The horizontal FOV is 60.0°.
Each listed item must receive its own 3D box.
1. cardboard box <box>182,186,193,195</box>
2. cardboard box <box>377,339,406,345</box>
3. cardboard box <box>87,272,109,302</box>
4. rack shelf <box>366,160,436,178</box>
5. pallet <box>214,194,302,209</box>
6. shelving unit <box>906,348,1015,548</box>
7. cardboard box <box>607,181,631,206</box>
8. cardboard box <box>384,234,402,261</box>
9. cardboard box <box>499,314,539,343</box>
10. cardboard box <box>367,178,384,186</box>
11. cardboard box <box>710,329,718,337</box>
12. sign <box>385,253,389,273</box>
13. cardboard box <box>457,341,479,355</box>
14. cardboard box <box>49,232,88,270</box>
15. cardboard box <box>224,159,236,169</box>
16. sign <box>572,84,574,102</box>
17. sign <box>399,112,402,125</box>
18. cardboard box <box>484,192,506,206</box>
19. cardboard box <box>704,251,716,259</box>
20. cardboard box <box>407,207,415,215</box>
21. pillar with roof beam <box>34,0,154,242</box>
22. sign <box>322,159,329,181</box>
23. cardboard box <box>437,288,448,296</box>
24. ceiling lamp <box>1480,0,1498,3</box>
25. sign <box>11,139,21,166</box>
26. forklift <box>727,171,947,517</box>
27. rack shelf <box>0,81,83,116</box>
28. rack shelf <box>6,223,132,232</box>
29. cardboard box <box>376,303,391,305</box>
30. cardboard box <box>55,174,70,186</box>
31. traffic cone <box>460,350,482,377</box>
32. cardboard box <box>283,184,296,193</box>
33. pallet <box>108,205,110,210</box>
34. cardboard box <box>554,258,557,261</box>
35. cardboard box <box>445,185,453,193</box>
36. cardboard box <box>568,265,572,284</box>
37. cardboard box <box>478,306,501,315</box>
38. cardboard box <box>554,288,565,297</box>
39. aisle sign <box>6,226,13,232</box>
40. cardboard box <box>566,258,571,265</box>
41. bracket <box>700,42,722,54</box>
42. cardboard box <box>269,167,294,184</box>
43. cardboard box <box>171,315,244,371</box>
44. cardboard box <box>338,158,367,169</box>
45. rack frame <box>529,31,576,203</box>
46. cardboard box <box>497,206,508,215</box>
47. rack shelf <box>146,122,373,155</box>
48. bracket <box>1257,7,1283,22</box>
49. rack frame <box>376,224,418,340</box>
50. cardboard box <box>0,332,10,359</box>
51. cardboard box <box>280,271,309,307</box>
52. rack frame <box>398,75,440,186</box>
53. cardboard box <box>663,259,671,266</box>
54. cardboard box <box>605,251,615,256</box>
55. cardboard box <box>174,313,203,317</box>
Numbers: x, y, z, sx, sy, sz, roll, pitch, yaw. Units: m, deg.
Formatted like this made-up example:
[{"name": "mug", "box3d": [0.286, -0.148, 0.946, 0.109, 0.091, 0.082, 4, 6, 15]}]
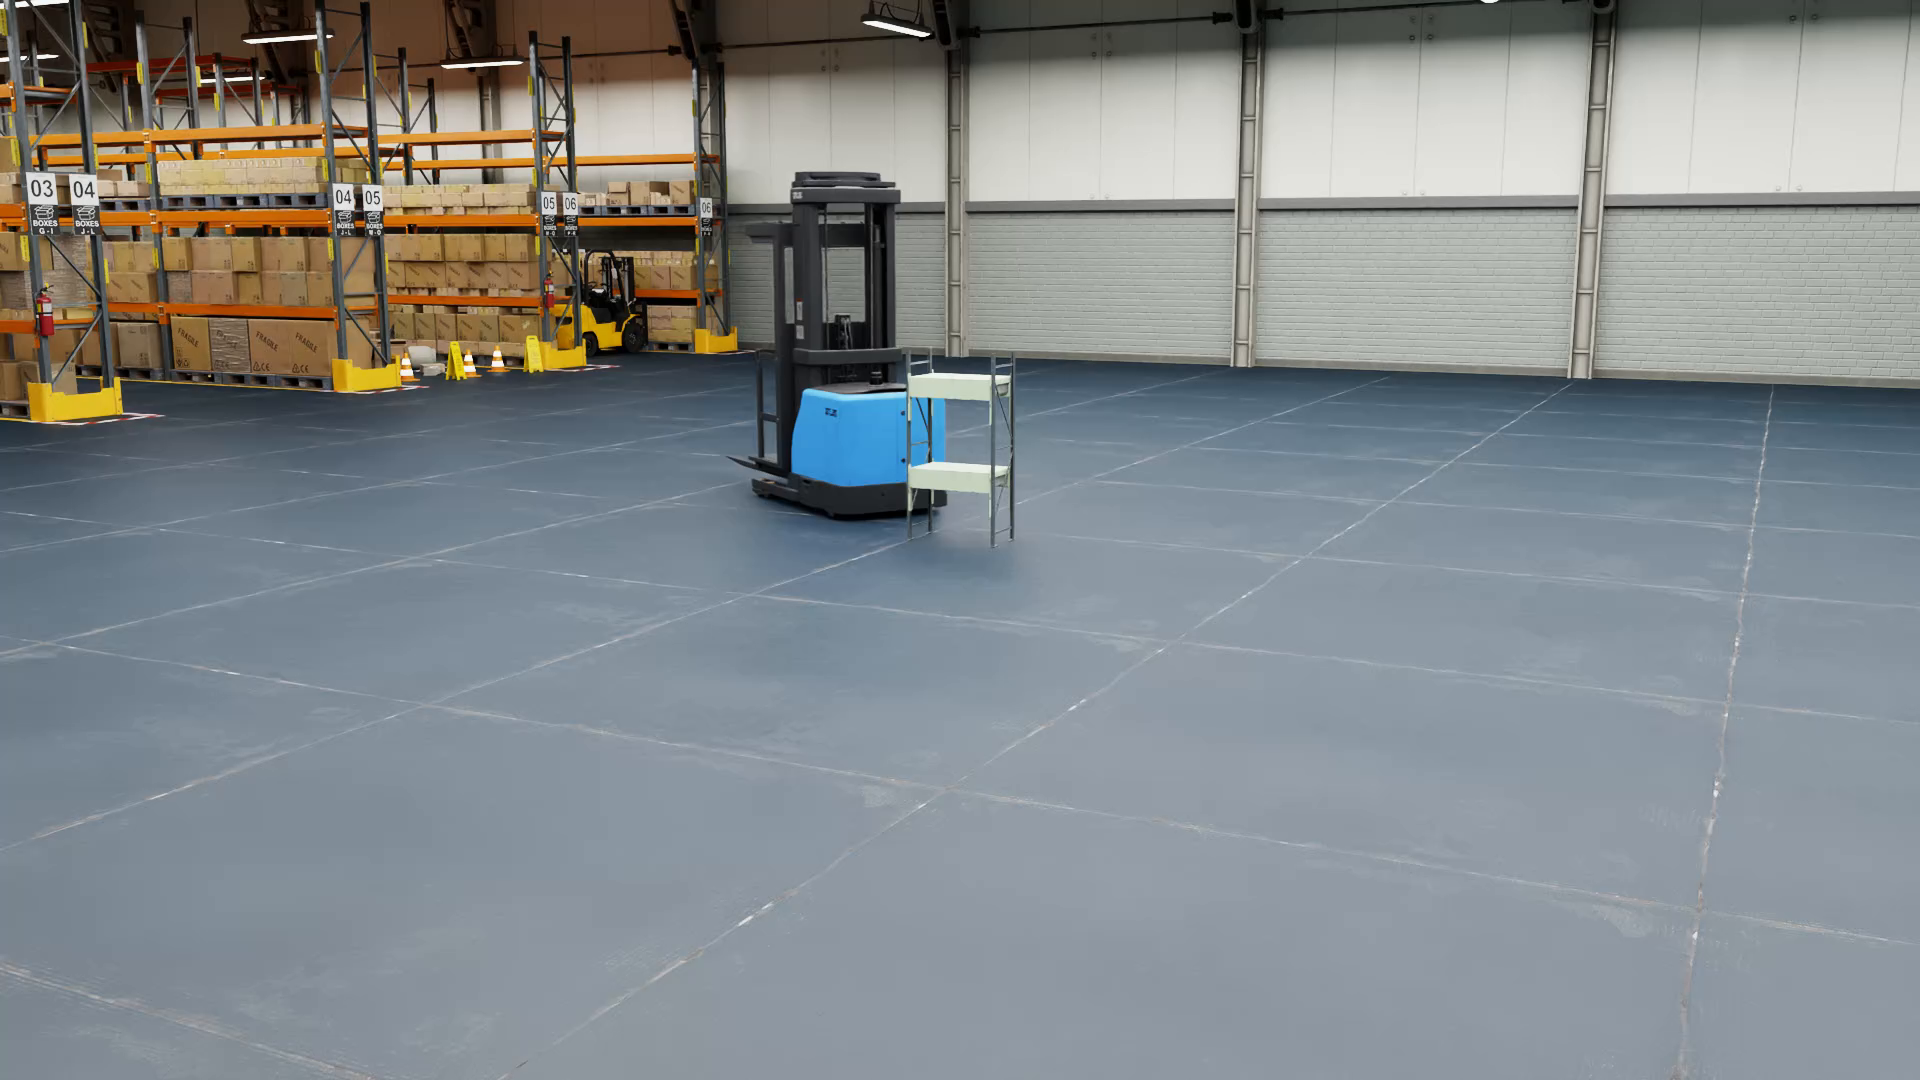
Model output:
[{"name": "cardboard box", "box3d": [-12.457, -5.705, 27.151, 0.250, 0.149, 0.380, 5, 11, 26]}, {"name": "cardboard box", "box3d": [-10.631, -3.487, 31.089, 0.500, 0.500, 0.500, -4, 11, -23]}, {"name": "cardboard box", "box3d": [-14.582, -4.347, 28.544, 0.500, 0.500, 0.500, 5, 11, 26]}, {"name": "rack shelf", "box3d": [-14.177, -8.685, 39.093, 4.000, 0.370, 1.077, 5, 11, 26]}, {"name": "pallet", "box3d": [-11.270, -5.489, 26.964, 1.213, 0.211, 1.003, 5, 11, 26]}, {"name": "shelving unit", "box3d": [0.006, -0.737, 13.094, 0.755, 1.500, 0.431, 5, 11, 26]}, {"name": "cardboard box", "box3d": [-7.096, -7.423, 35.651, 0.637, 0.503, 0.797, 5, 12, 28]}, {"name": "cardboard box", "box3d": [-10.691, -5.636, 32.026, 0.500, 0.500, 0.700, 5, 11, 25]}, {"name": "cardboard box", "box3d": [-8.236, -3.947, 31.051, 0.500, 0.500, 0.500, 5, 11, 26]}, {"name": "cardboard box", "box3d": [-11.566, -6.898, 32.338, 0.500, 0.250, 0.500, 5, 12, 27]}, {"name": "cardboard box", "box3d": [-5.563, -4.419, 35.768, 0.500, 0.250, 0.500, 5, 11, 26]}, {"name": "sign", "box3d": [-9.251, -4.457, 26.783, 0.005, 0.325, 0.100, 5, 11, 26]}, {"name": "cardboard box", "box3d": [-9.179, -3.660, 31.569, 0.500, 0.250, 0.500, 5, 11, 24]}, {"name": "cardboard box", "box3d": [-12.160, -3.894, 22.402, 0.500, 0.500, 0.500, 5, 11, 26]}, {"name": "cardboard box", "box3d": [-11.549, -6.017, 26.639, 0.250, 0.149, 0.380, 5, 11, 26]}, {"name": "sign", "box3d": [-7.162, -8.240, 30.646, 0.005, 0.325, 0.100, 5, 11, 26]}, {"name": "sign", "box3d": [-12.615, -9.489, 37.549, 0.005, 0.325, 0.100, 5, 11, 26]}, {"name": "cardboard box", "box3d": [-8.425, -6.291, 30.729, 0.500, 0.250, 0.500, 5, 11, 25]}, {"name": "cardboard box", "box3d": [-5.416, -6.071, 35.415, 0.250, 0.149, 0.380, 5, 11, 25]}, {"name": "cardboard box", "box3d": [-10.337, -6.275, 31.763, 0.250, 0.149, 0.380, 5, 11, 26]}, {"name": "pillar with roof beam", "box3d": [-23.482, -9.378, 39.776, 0.548, 9.000, 9.100, 5, 11, 26]}, {"name": "sign", "box3d": [-9.755, -5.691, 25.568, 0.005, 0.325, 0.100, 5, 11, 26]}, {"name": "cardboard box", "box3d": [-9.706, -4.716, 31.570, 0.250, 0.149, 0.380, 5, 11, 26]}, {"name": "ceiling lamp", "box3d": [7.732, -9.419, 23.614, 0.800, 3.185, 2.000, 5, 11, 26]}, {"name": "sign", "box3d": [-12.051, -4.945, 21.220, 0.005, 0.325, 0.100, 5, 11, 26]}, {"name": "forklift", "box3d": [-1.283, -1.856, 15.257, 1.130, 2.935, 3.031, -6, 12, -29]}, {"name": "rack shelf", "box3d": [-13.581, -5.874, 22.448, 4.000, 0.370, 1.077, 5, 11, 26]}, {"name": "rack shelf", "box3d": [-19.957, -6.928, 36.684, 4.000, 0.370, 1.077, 5, 11, 26]}, {"name": "cardboard box", "box3d": [-13.630, -5.493, 39.176, 0.250, 0.149, 0.380, 5, 12, 27]}, {"name": "cardboard box", "box3d": [-11.932, -4.777, 22.081, 0.250, 0.149, 0.380, 5, 11, 25]}, {"name": "traffic cone", "box3d": [-8.545, -3.078, 28.939, 0.334, 0.463, 0.336, 5, 11, 26]}, {"name": "cardboard box", "box3d": [-10.406, -5.525, 26.156, 0.250, 0.149, 0.380, 5, 11, 27]}, {"name": "pallet", "box3d": [-15.071, -5.788, 28.895, 1.213, 0.211, 1.003, 6, 12, 28]}, {"name": "cardboard box", "box3d": [-9.017, -6.241, 37.191, 0.250, 0.149, 0.380, 5, 11, 25]}, {"name": "cardboard box", "box3d": [-9.421, -6.576, 31.189, 0.250, 0.149, 0.380, 5, 12, 27]}, {"name": "cardboard box", "box3d": [-8.514, -5.784, 36.483, 0.500, 0.500, 0.500, 5, 11, 24]}, {"name": "cardboard box", "box3d": [-8.819, -4.305, 31.206, 0.250, 0.149, 0.380, 5, 12, 27]}, {"name": "cardboard box", "box3d": [-7.615, -4.639, 31.145, 0.250, 0.149, 0.380, 5, 11, 26]}, {"name": "aisle sign", "box3d": [-21.678, -7.298, 37.832, 0.004, 0.787, 0.394, 5, 11, 26]}, {"name": "cardboard box", "box3d": [-8.394, -6.092, 36.366, 0.250, 0.149, 0.380, 5, 12, 27]}, {"name": "bracket", "box3d": [-5.220, -10.328, 34.923, 0.430, 0.232, 0.235, 5, 11, 26]}, {"name": "cardboard box", "box3d": [-10.513, -5.742, 26.238, 0.500, 0.250, 0.500, 5, 11, 26]}, {"name": "cardboard box", "box3d": [-12.556, -3.320, 27.938, 0.875, 0.875, 0.875, 5, 11, 27]}, {"name": "cardboard box", "box3d": [-9.660, -5.982, 26.444, 0.250, 0.149, 0.380, 5, 11, 26]}, {"name": "rack frame", "box3d": [-7.402, -7.655, 30.258, 0.127, 3.000, 1.000, 5, 11, 26]}, {"name": "cardboard box", "box3d": [-8.307, -6.079, 30.681, 0.250, 0.149, 0.380, 5, 12, 28]}, {"name": "rack shelf", "box3d": [-11.296, -6.463, 26.816, 4.000, 0.370, 1.077, 5, 11, 26]}, {"name": "bracket", "box3d": [5.541, -9.383, 29.699, 0.430, 0.232, 0.235, 5, 11, 26]}, {"name": "rack frame", "box3d": [-10.989, -5.018, 32.533, 0.127, 3.000, 1.000, 5, 11, 26]}, {"name": "cardboard box", "box3d": [-17.382, -3.521, 30.104, 0.500, 0.500, 0.500, 5, 11, 26]}, {"name": "cardboard box", "box3d": [-10.358, -4.040, 26.708, 0.550, 0.550, 0.875, 5, 11, 26]}, {"name": "rack frame", "box3d": [-12.384, -9.078, 38.123, 0.127, 3.000, 1.000, 5, 11, 26]}, {"name": "cardboard box", "box3d": [-6.092, -5.892, 35.263, 0.250, 0.149, 0.380, 5, 12, 27]}, {"name": "cardboard box", "box3d": [-7.452, -6.164, 35.931, 0.250, 0.149, 0.380, 5, 11, 26]}, {"name": "cardboard box", "box3d": [-15.957, -4.633, 35.193, 0.875, 0.875, 0.875, 5, 11, 27]}]
